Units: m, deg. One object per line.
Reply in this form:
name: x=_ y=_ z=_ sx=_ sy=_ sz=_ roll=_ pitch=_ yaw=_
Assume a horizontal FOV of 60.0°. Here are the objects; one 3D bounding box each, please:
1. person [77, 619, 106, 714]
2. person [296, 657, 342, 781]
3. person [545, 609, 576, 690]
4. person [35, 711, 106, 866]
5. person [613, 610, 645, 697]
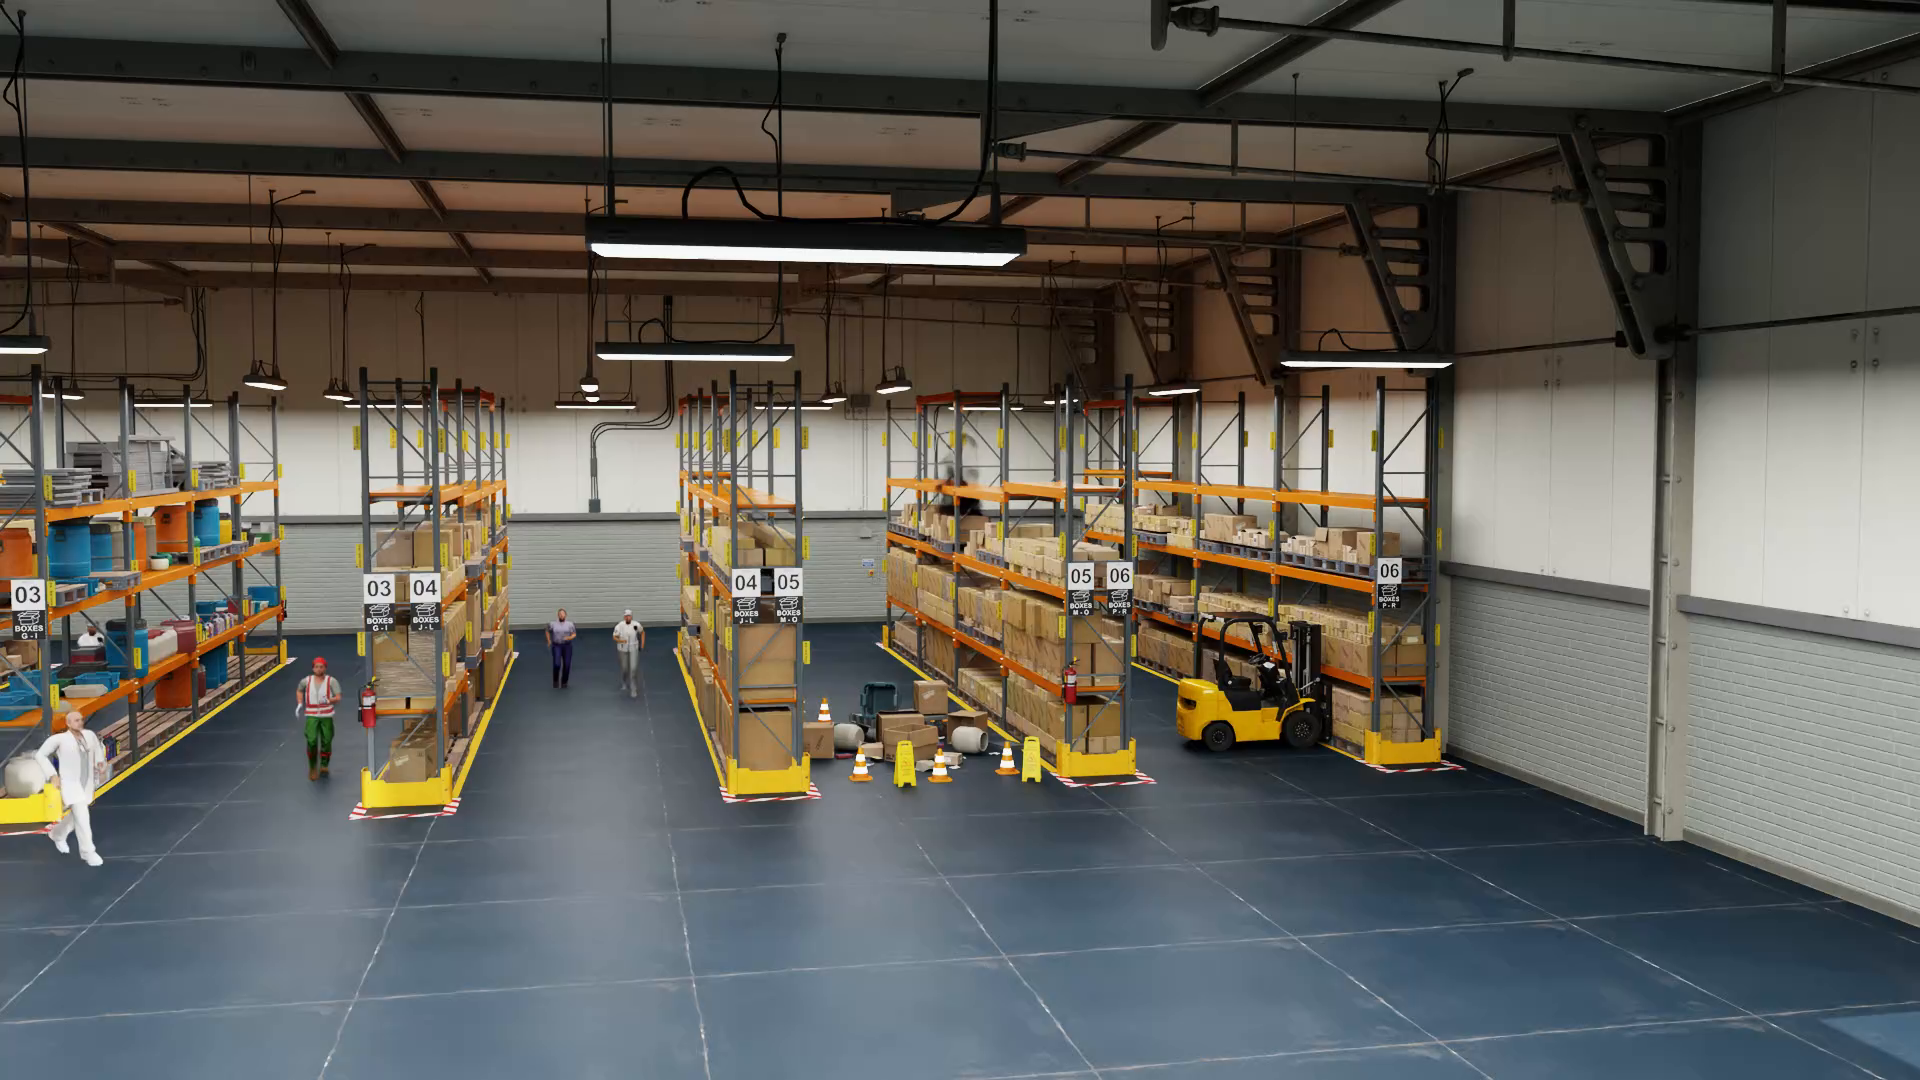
person: x=-16.030 y=2.329 z=30.765 sx=0.563 sy=1.752 sz=0.766 roll=-1 pitch=3 yaw=-12
person: x=-9.490 y=2.645 z=24.619 sx=0.645 sy=1.818 sz=0.738 roll=-1 pitch=4 yaw=-20
person: x=-8.006 y=2.197 z=33.412 sx=0.588 sy=1.626 sz=0.628 roll=-1 pitch=4 yaw=-18
person: x=-10.569 y=2.932 z=19.846 sx=0.993 sy=1.799 sz=0.712 roll=1 pitch=4 yaw=23
person: x=-6.541 y=2.232 z=32.825 sx=0.612 sy=1.722 sz=0.775 roll=-1 pitch=3 yaw=-11
